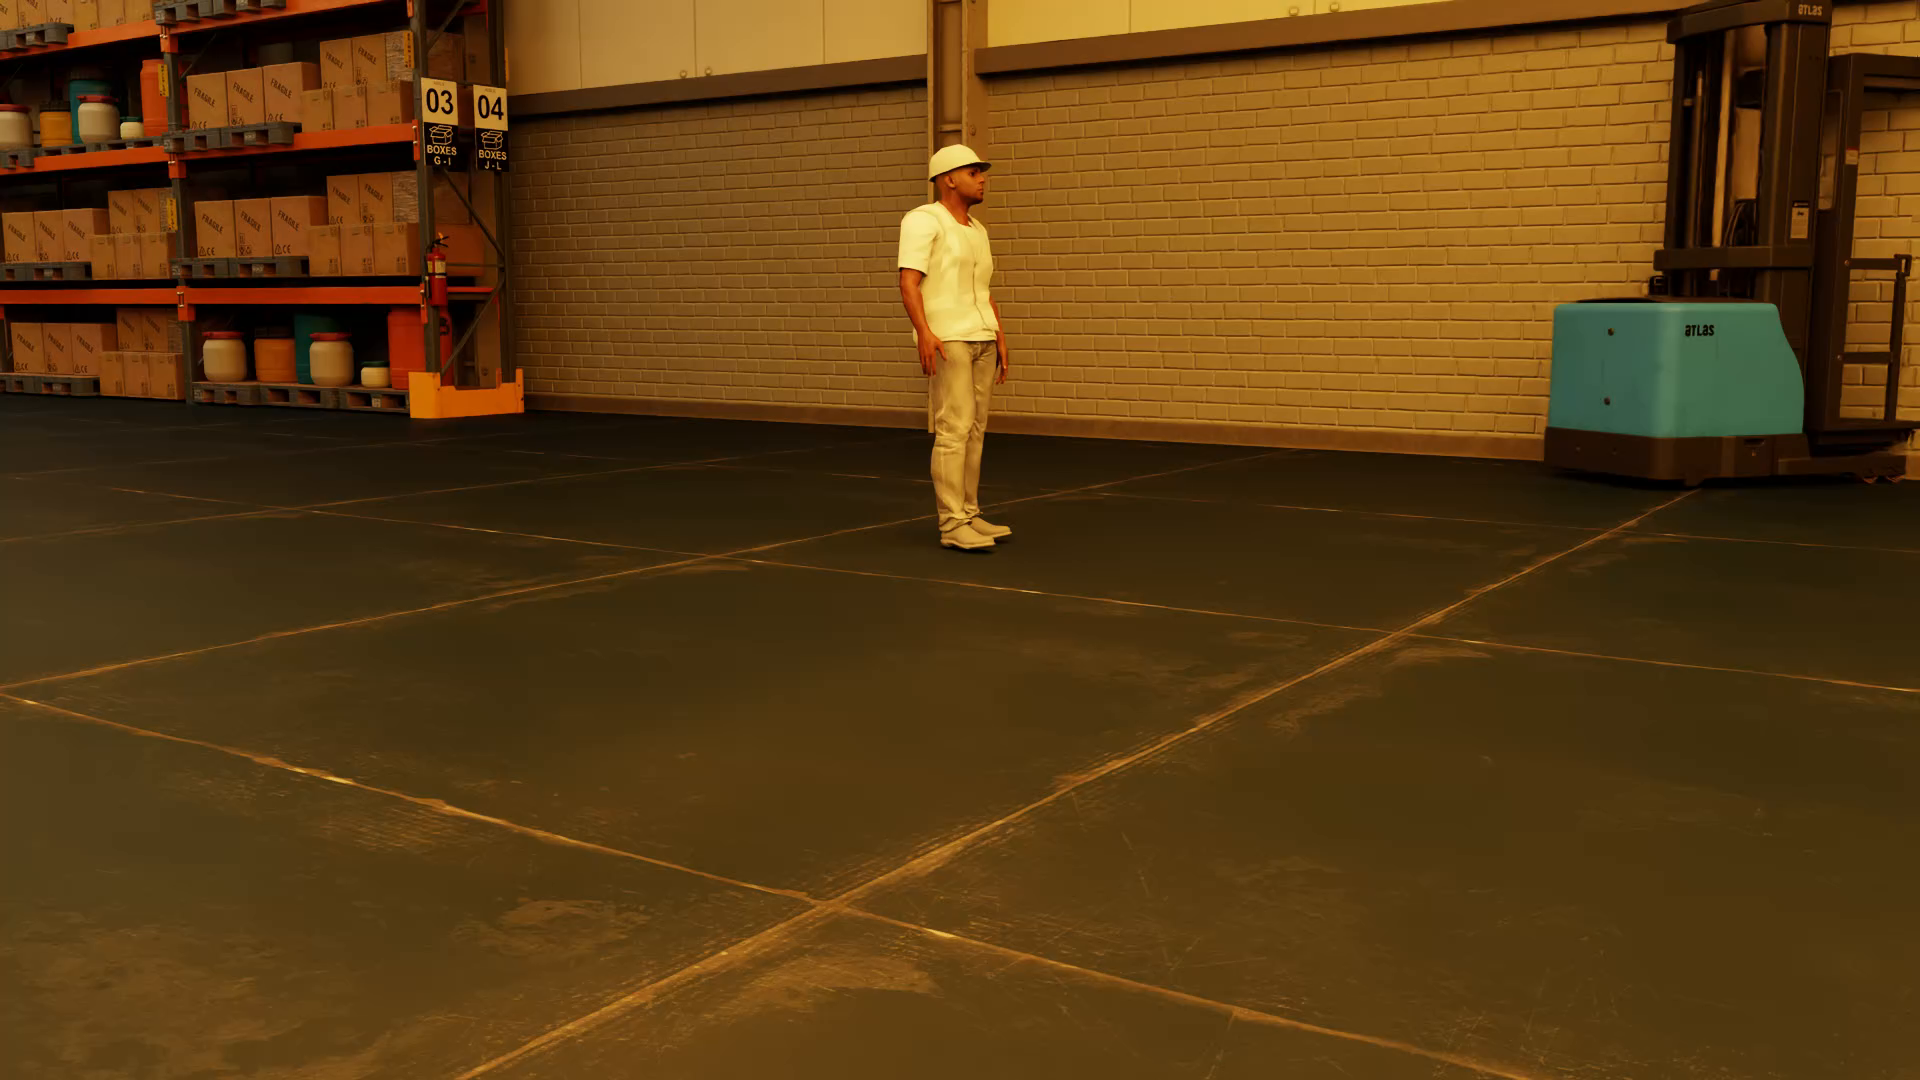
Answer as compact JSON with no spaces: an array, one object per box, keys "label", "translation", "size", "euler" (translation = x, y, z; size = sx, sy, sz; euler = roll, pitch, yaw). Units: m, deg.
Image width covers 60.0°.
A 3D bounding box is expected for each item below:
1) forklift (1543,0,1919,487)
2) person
[{"label":"forklift","translation":[5.214,-1.863,10.292],"size":[3.031,2.935,1.130],"euler":[-3,9,-21]},{"label":"person","translation":[0.054,-0.873,7.435],"size":[0.577,1.761,0.665],"euler":[5,10,34]}]
